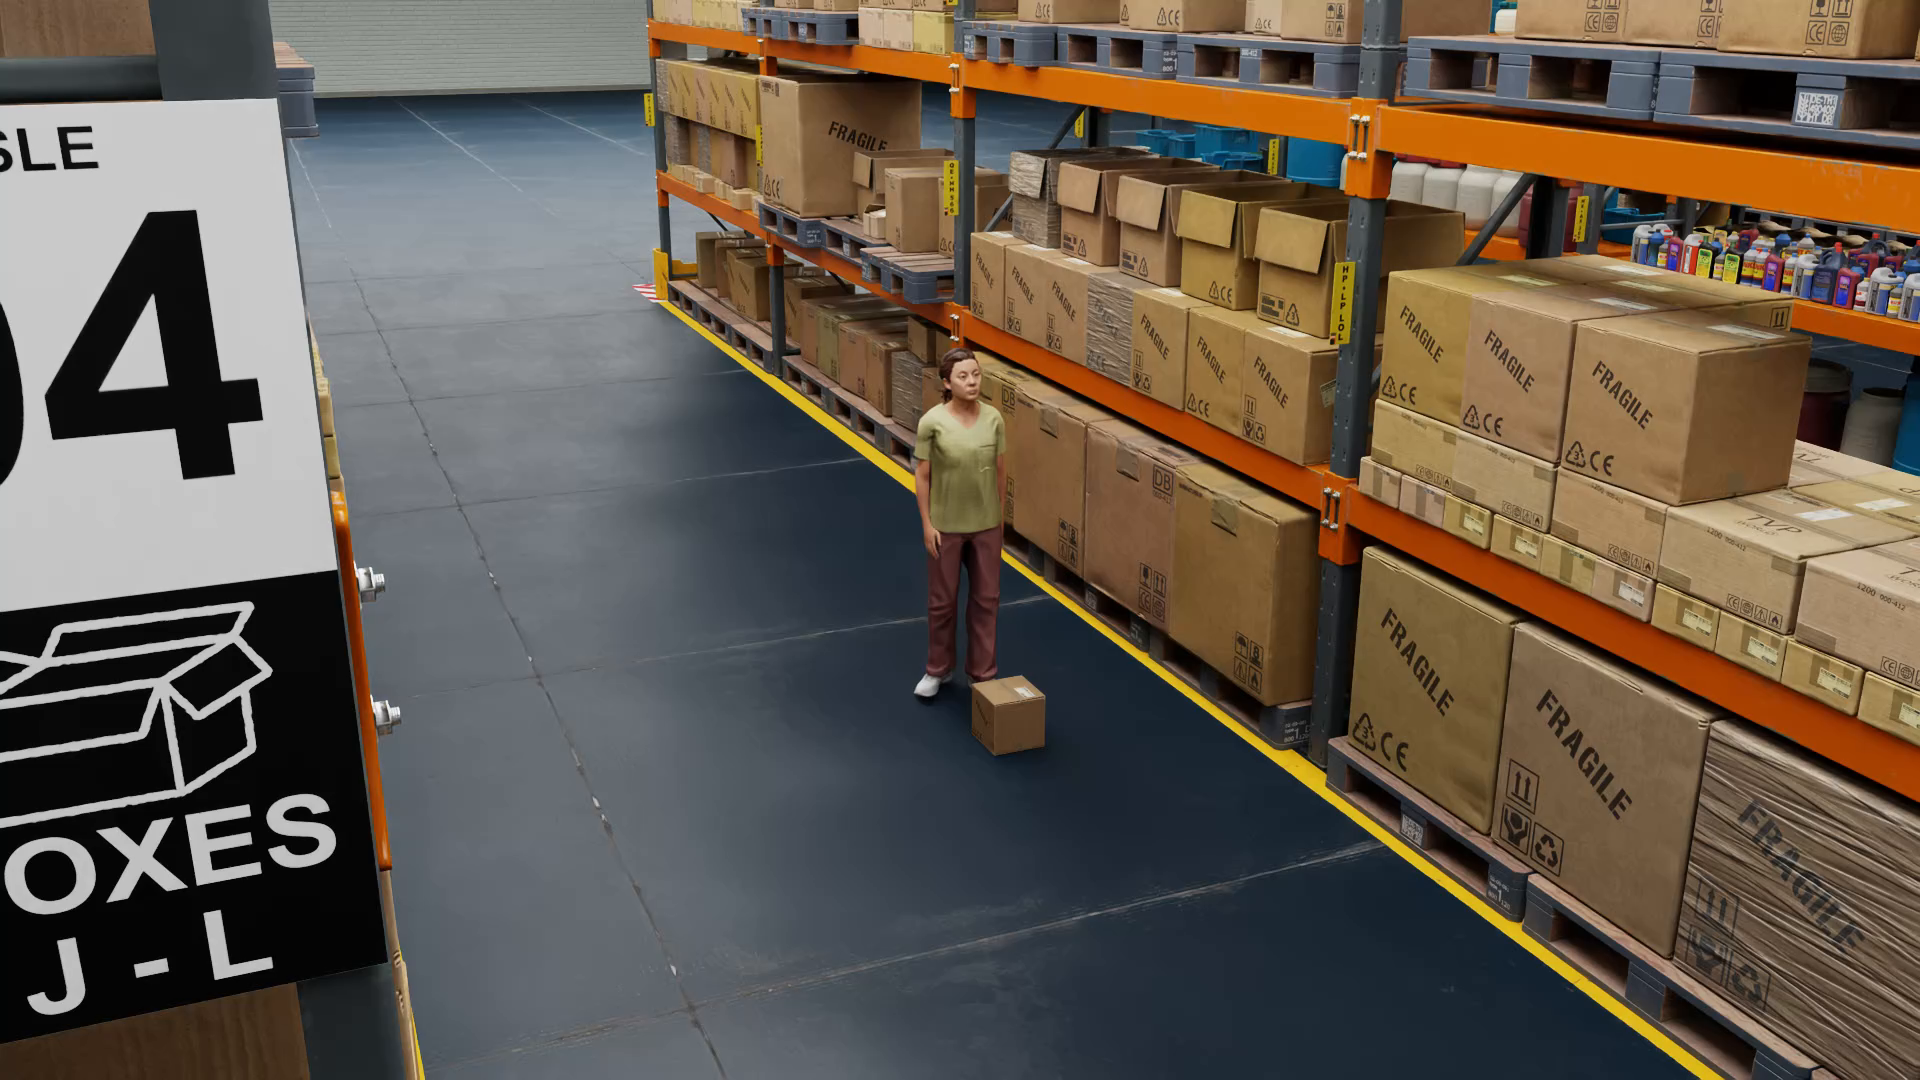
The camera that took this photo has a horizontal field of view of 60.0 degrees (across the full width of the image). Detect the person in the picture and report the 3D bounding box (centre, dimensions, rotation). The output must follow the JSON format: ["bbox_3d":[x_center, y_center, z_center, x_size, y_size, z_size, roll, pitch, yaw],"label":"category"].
[{"bbox_3d":[0.010,-0.060,7.686,0.470,1.671,0.403,-5,20,-15],"label":"person"}]
